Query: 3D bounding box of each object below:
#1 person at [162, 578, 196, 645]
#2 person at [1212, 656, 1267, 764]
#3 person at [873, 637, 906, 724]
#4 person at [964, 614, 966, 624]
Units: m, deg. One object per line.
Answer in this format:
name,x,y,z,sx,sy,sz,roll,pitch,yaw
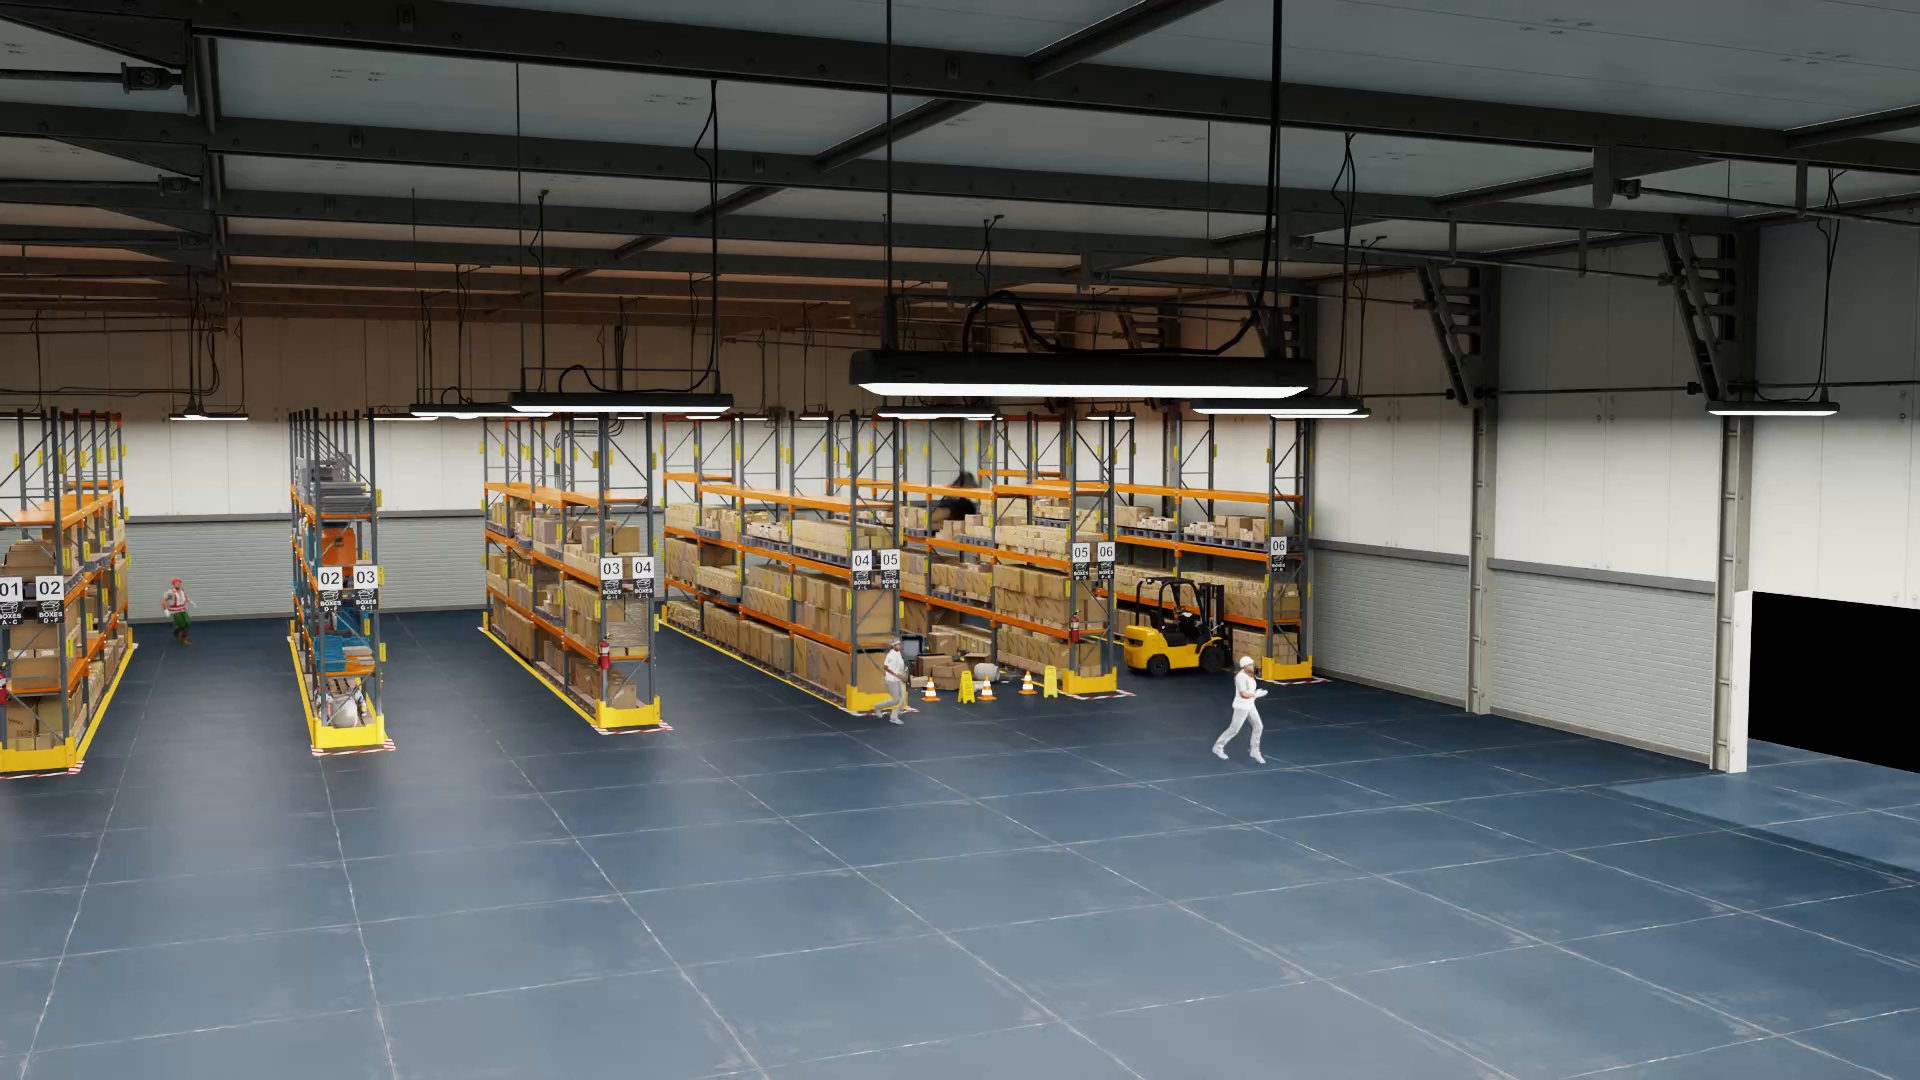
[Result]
person,-20.218,1.855,42.965,0.609,1.739,0.783,2,5,30
person,4.754,2.865,28.093,0.926,1.830,0.695,2,4,26
person,-1.308,2.676,31.840,0.630,1.659,0.576,2,4,21
person,0.065,1.612,46.424,0.736,1.744,0.736,-2,4,-22
